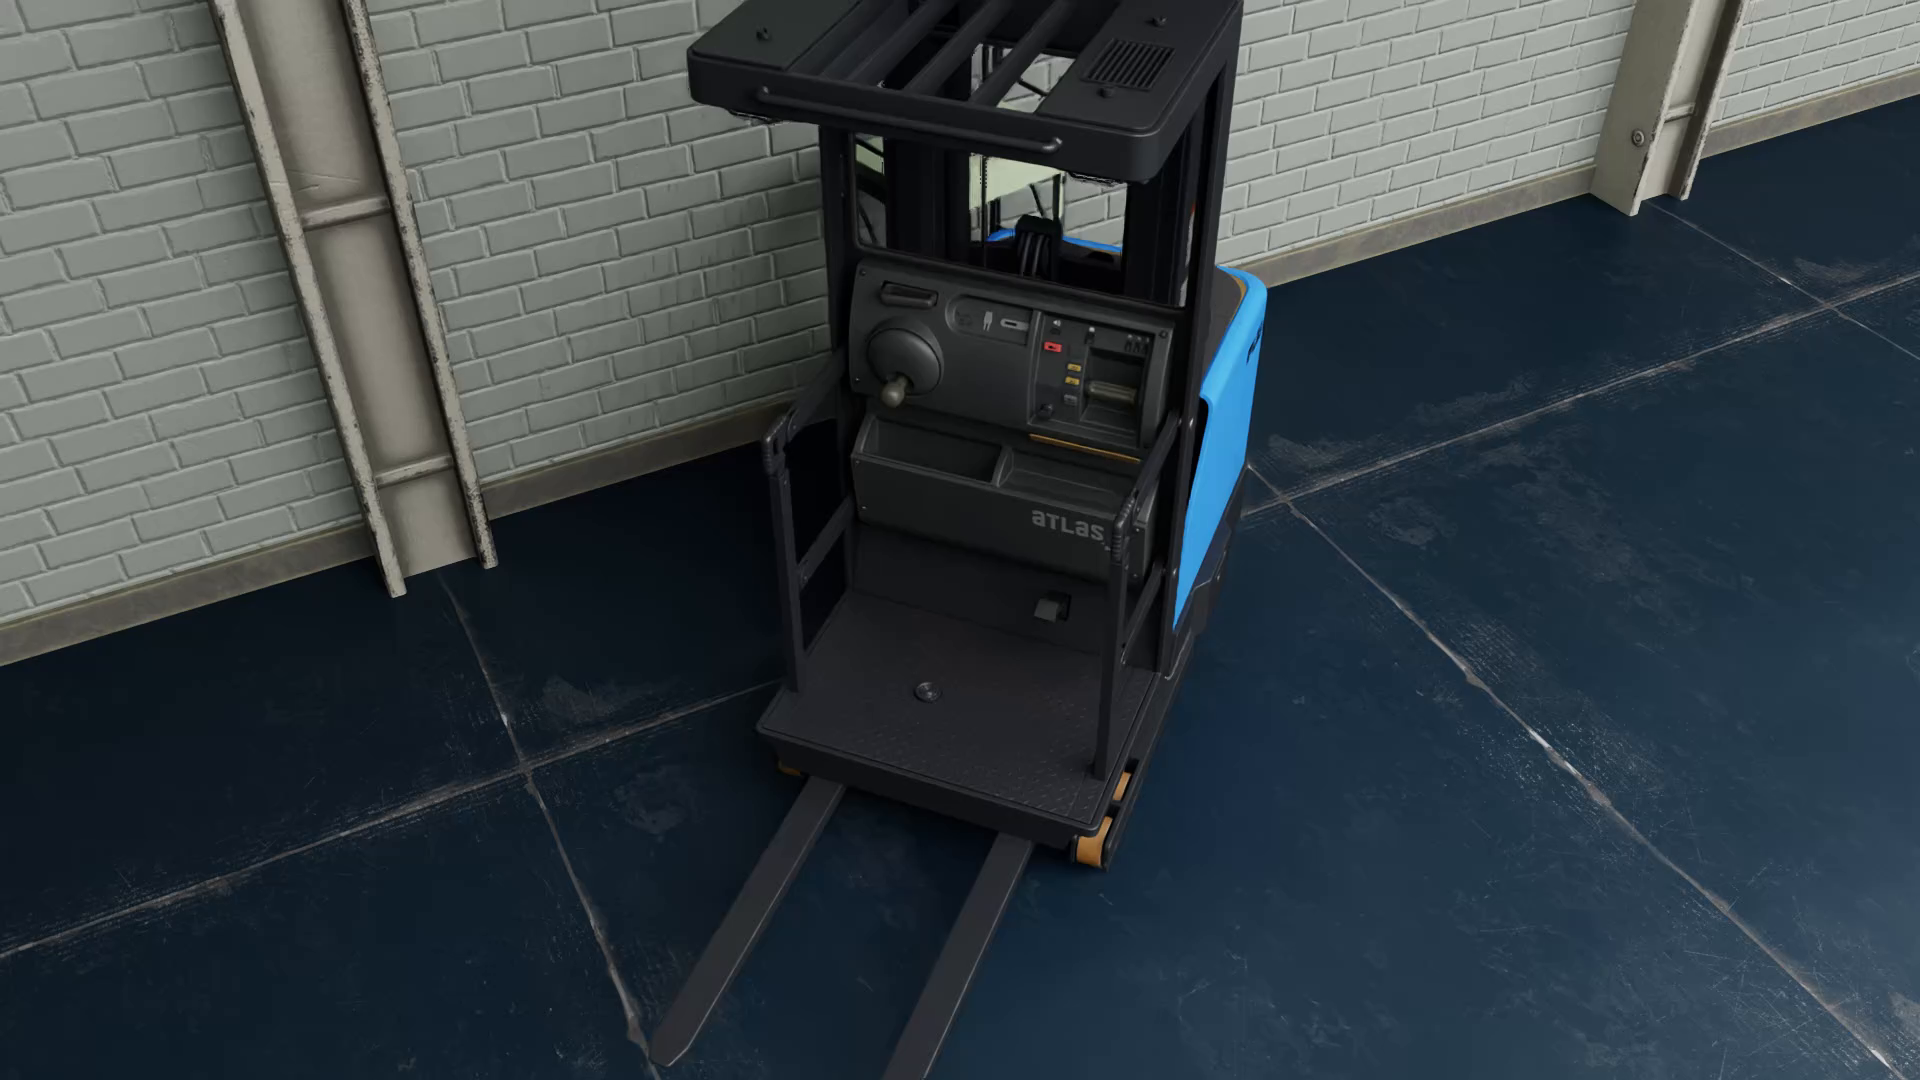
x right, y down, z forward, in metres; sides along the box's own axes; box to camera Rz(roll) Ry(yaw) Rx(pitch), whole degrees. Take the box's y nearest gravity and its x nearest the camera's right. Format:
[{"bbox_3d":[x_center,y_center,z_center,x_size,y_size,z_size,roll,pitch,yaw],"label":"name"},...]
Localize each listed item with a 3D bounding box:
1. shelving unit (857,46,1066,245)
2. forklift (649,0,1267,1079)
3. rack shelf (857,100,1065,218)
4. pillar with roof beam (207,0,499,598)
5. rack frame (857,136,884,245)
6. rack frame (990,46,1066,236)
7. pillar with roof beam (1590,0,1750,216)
[{"bbox_3d":[-0.027,-1.002,6.273,0.755,1.500,0.431,-28,48,-29],"label":"shelving unit"},{"bbox_3d":[0.052,-0.432,4.492,1.130,2.935,3.031,14,42,16],"label":"forklift"},{"bbox_3d":[-0.027,-1.300,6.021,0.720,0.370,0.431,-28,48,-29],"label":"rack shelf"},{"bbox_3d":[0.040,-0.905,0.354,0.400,9.000,9.100,-19,44,-21],"label":"pillar with roof beam"},{"bbox_3d":[-0.310,-0.852,6.095,0.023,1.500,0.400,-28,48,-29],"label":"rack frame"},{"bbox_3d":[0.255,-1.153,6.451,0.023,1.500,0.400,-28,48,-29],"label":"rack frame"},{"bbox_3d":[5.361,-2.696,2.469,0.400,9.000,9.100,-19,44,-21],"label":"pillar with roof beam"}]
